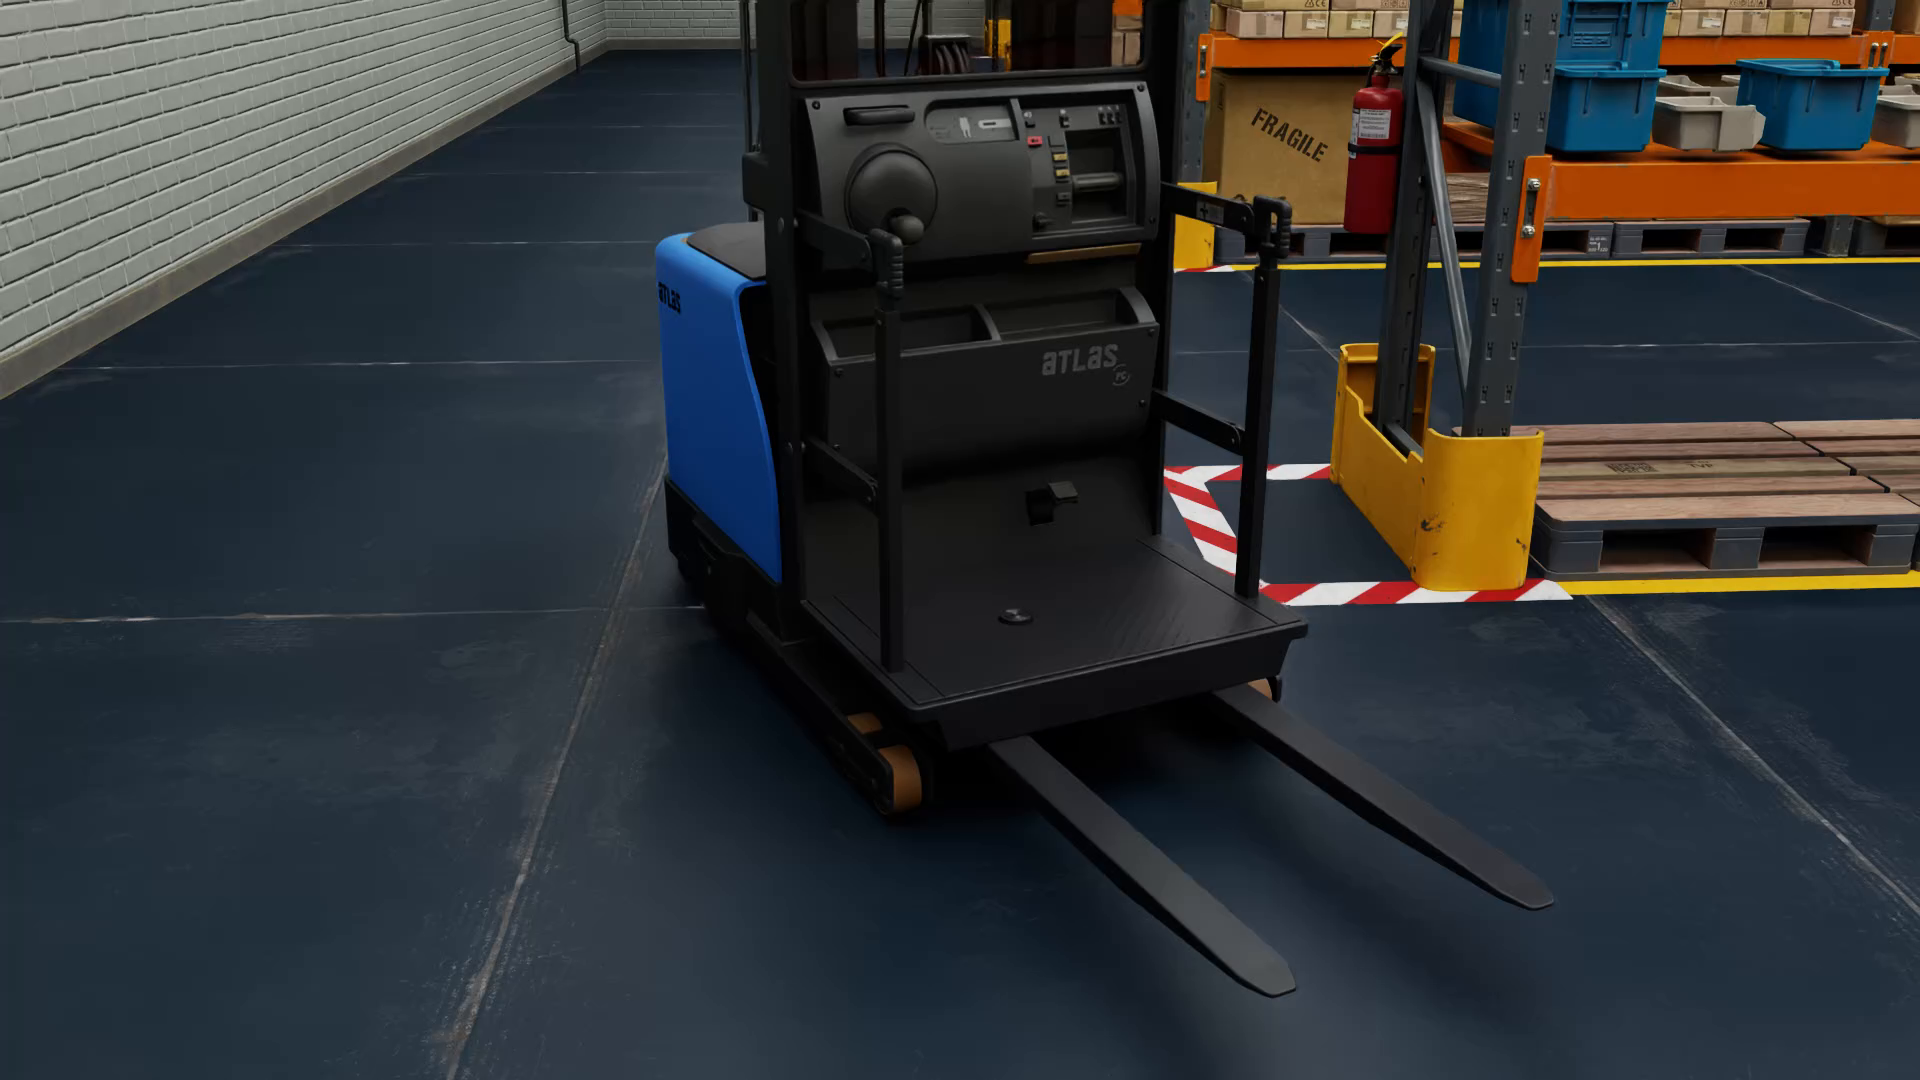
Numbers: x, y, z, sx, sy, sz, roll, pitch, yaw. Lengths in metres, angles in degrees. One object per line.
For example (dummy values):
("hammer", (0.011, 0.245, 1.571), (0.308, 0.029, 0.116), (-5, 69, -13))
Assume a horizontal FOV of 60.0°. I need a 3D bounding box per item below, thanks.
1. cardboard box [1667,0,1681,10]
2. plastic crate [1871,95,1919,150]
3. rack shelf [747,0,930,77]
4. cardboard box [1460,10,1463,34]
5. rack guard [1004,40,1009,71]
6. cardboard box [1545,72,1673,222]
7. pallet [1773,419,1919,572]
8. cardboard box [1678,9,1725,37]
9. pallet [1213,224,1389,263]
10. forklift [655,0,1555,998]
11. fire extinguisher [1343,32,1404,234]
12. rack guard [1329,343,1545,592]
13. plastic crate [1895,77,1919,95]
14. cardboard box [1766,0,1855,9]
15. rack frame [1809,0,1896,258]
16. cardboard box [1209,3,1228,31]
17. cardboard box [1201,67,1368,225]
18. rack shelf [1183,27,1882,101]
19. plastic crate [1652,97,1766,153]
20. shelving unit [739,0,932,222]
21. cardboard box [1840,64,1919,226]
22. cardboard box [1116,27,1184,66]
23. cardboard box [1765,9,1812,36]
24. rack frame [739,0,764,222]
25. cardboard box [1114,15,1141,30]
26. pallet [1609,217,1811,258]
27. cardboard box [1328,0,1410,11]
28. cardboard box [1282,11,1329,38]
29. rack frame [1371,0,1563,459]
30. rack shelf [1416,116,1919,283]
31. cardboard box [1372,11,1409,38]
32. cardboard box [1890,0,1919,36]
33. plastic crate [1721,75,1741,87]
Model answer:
("cardboard box", (3.867, -3.241, 9.710), (0.500, 0.250, 0.500), (-1, 21, -2))
("plastic crate", (2.876, -1.239, 4.945), (0.298, 0.136, 0.250), (-1, 21, -3))
("rack shelf", (-0.404, -1.749, 5.334), (0.480, 0.518, 0.431), (-10, 23, -25))
("cardboard box", (2.983, -3.014, 9.675), (0.250, 0.149, 0.380), (-1, 21, -4))
("rack guard", (0.736, -5.566, 19.538), (0.348, 0.500, 1.175), (-1, 21, -3))
("cardboard box", (3.757, -2.496, 10.356), (0.875, 0.875, 0.875), (-1, 21, -3))
("pallet", (3.649, -0.178, 5.793), (1.213, 0.211, 1.003), (-1, 21, -3))
("cardboard box", (4.263, -3.040, 9.743), (0.250, 0.149, 0.380), (-1, 21, -2))
("pallet", (2.120, -1.955, 10.460), (1.213, 0.211, 1.003), (-1, 21, -3))
("forklift", (0.169, -0.900, 3.865), (1.130, 2.935, 3.031), (-10, 23, -25))
("fire extinguisher", (1.432, -1.403, 5.723), (0.183, 0.674, 0.296), (-1, 21, -3))
("rack guard", (1.585, -0.282, 5.658), (0.348, 0.500, 1.175), (-1, 21, -3))
("plastic crate", (3.274, -1.468, 5.548), (0.250, 0.136, 0.298), (-1, 21, -3))
("cardboard box", (4.893, -3.262, 9.767), (0.500, 0.250, 0.500), (-2, 21, -4))
("rack frame", (5.319, -3.296, 10.062), (0.127, 3.000, 1.000), (-1, 21, -3))
("cardboard box", (1.662, -3.221, 10.219), (0.250, 0.149, 0.380), (-1, 21, -2))
("cardboard box", (1.960, -2.459, 10.260), (0.875, 0.875, 0.875), (-1, 21, -3))
("rack shelf", (3.322, -2.919, 10.083), (4.000, 0.370, 1.077), (-1, 21, -3))
("plastic crate", (2.199, -1.225, 4.909), (0.298, 0.136, 0.250), (-1, 21, -3))
("shelving unit", (-0.404, -1.107, 5.578), (0.503, 2.100, 0.431), (-10, 23, -25))
("cardboard box", (5.957, -2.519, 10.418), (0.875, 0.875, 1.225), (-1, 21, -3))
("cardboard box", (2.326, -5.804, 19.661), (0.875, 0.438, 0.875), (-1, 21, -2))
("cardboard box", (4.776, -3.050, 9.770), (0.250, 0.149, 0.380), (-1, 21, -2))
("rack frame", (-0.621, -1.067, 5.474), (0.015, 2.100, 0.400), (-10, 23, -25))
("cardboard box", (2.478, -7.484, 23.984), (0.500, 0.500, 0.500), (-1, 21, -2))
("pallet", (4.556, -2.005, 10.590), (1.213, 0.211, 1.003), (-1, 21, -3))
("cardboard box", (2.339, -3.210, 9.630), (0.500, 0.250, 0.500), (-1, 21, -4))
("cardboard box", (1.955, -2.993, 9.619), (0.250, 0.149, 0.380), (-1, 21, -4))
("rack frame", (1.608, -1.455, 5.227), (0.127, 3.000, 1.000), (-1, 21, -3))
("rack shelf", (3.605, -1.159, 5.462), (4.000, 0.370, 1.077), (-1, 21, -3))
("cardboard box", (2.471, -3.004, 9.648), (0.250, 0.149, 0.380), (-1, 21, -4))
("cardboard box", (5.793, -3.263, 9.835), (0.500, 0.500, 0.500), (-1, 21, -3))
("plastic crate", (2.702, -1.441, 5.478), (0.243, 0.136, 0.396), (-1, 21, -3))
